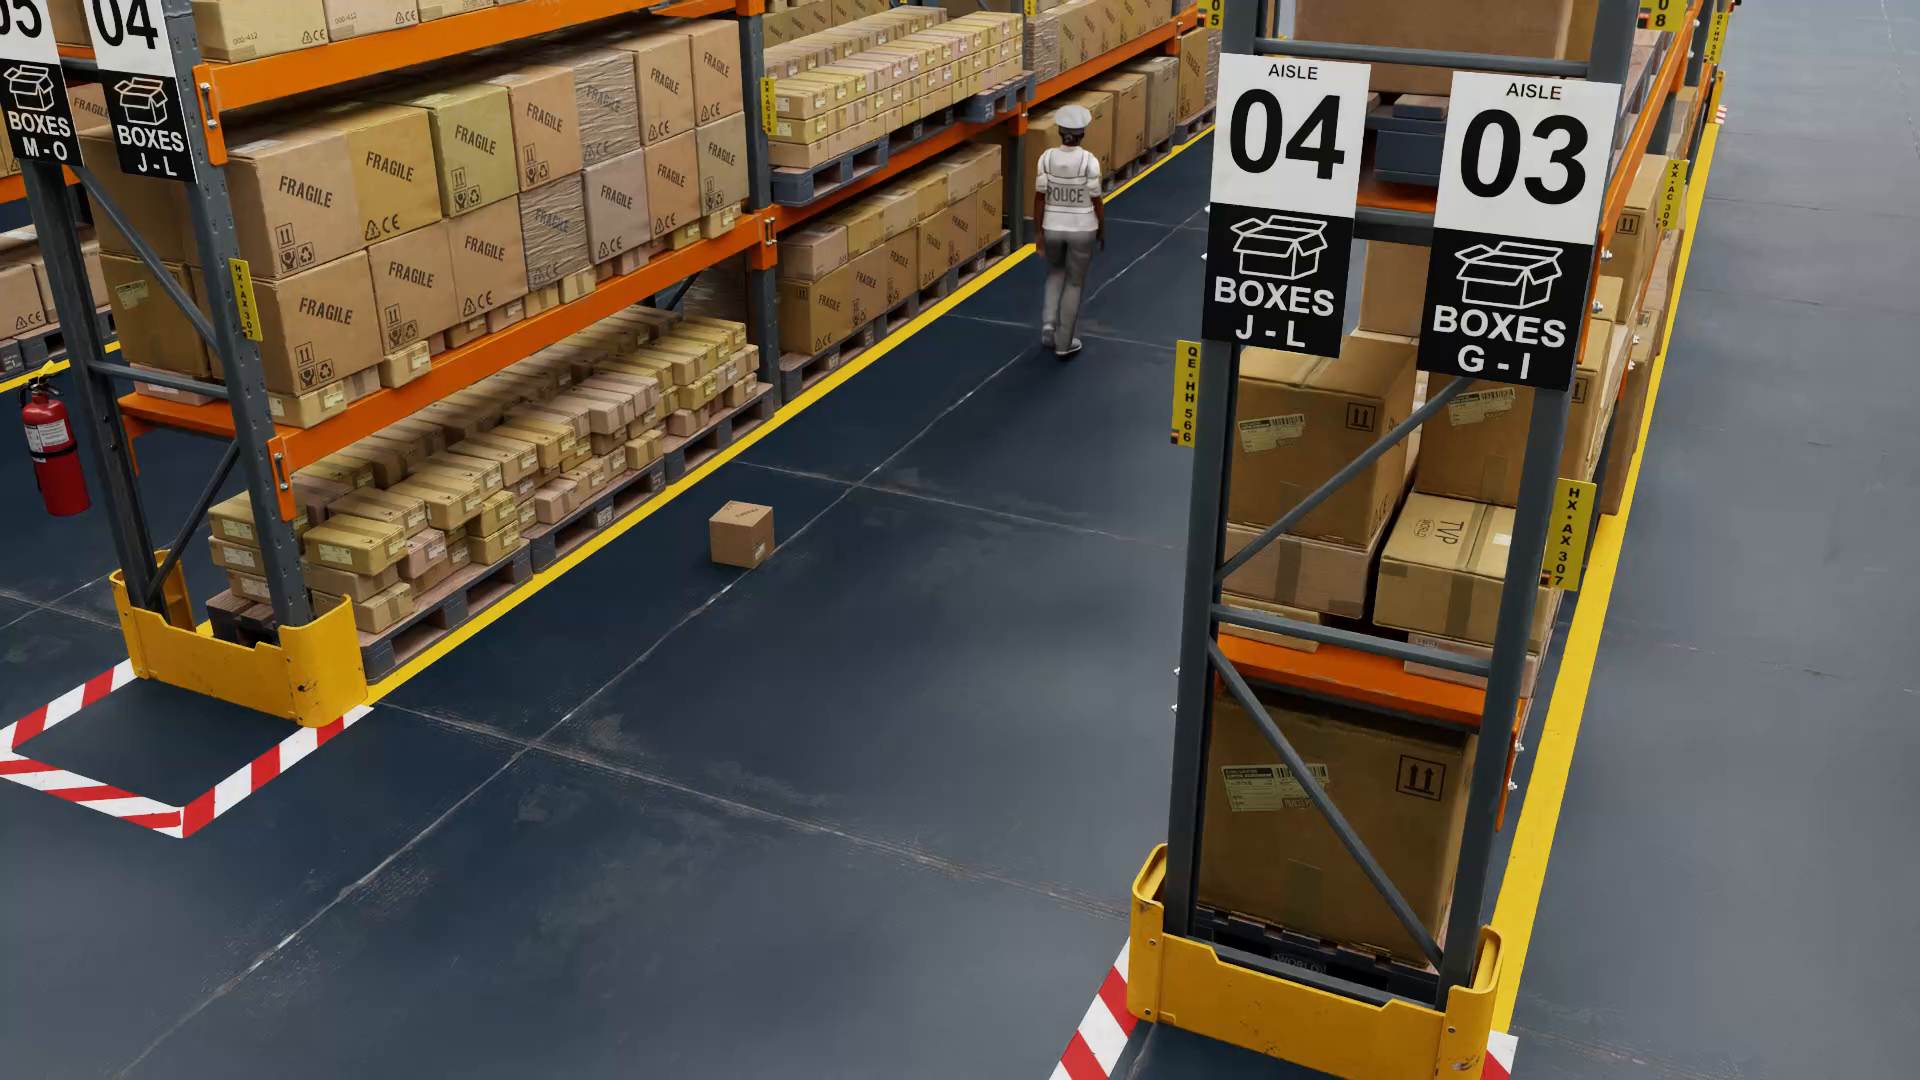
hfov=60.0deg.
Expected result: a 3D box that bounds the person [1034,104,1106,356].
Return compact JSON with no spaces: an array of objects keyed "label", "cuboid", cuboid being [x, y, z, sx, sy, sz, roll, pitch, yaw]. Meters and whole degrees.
[{"label":"person","cuboid":[0.755,-2.083,11.289,0.456,1.722,0.465,10,28,20]}]
